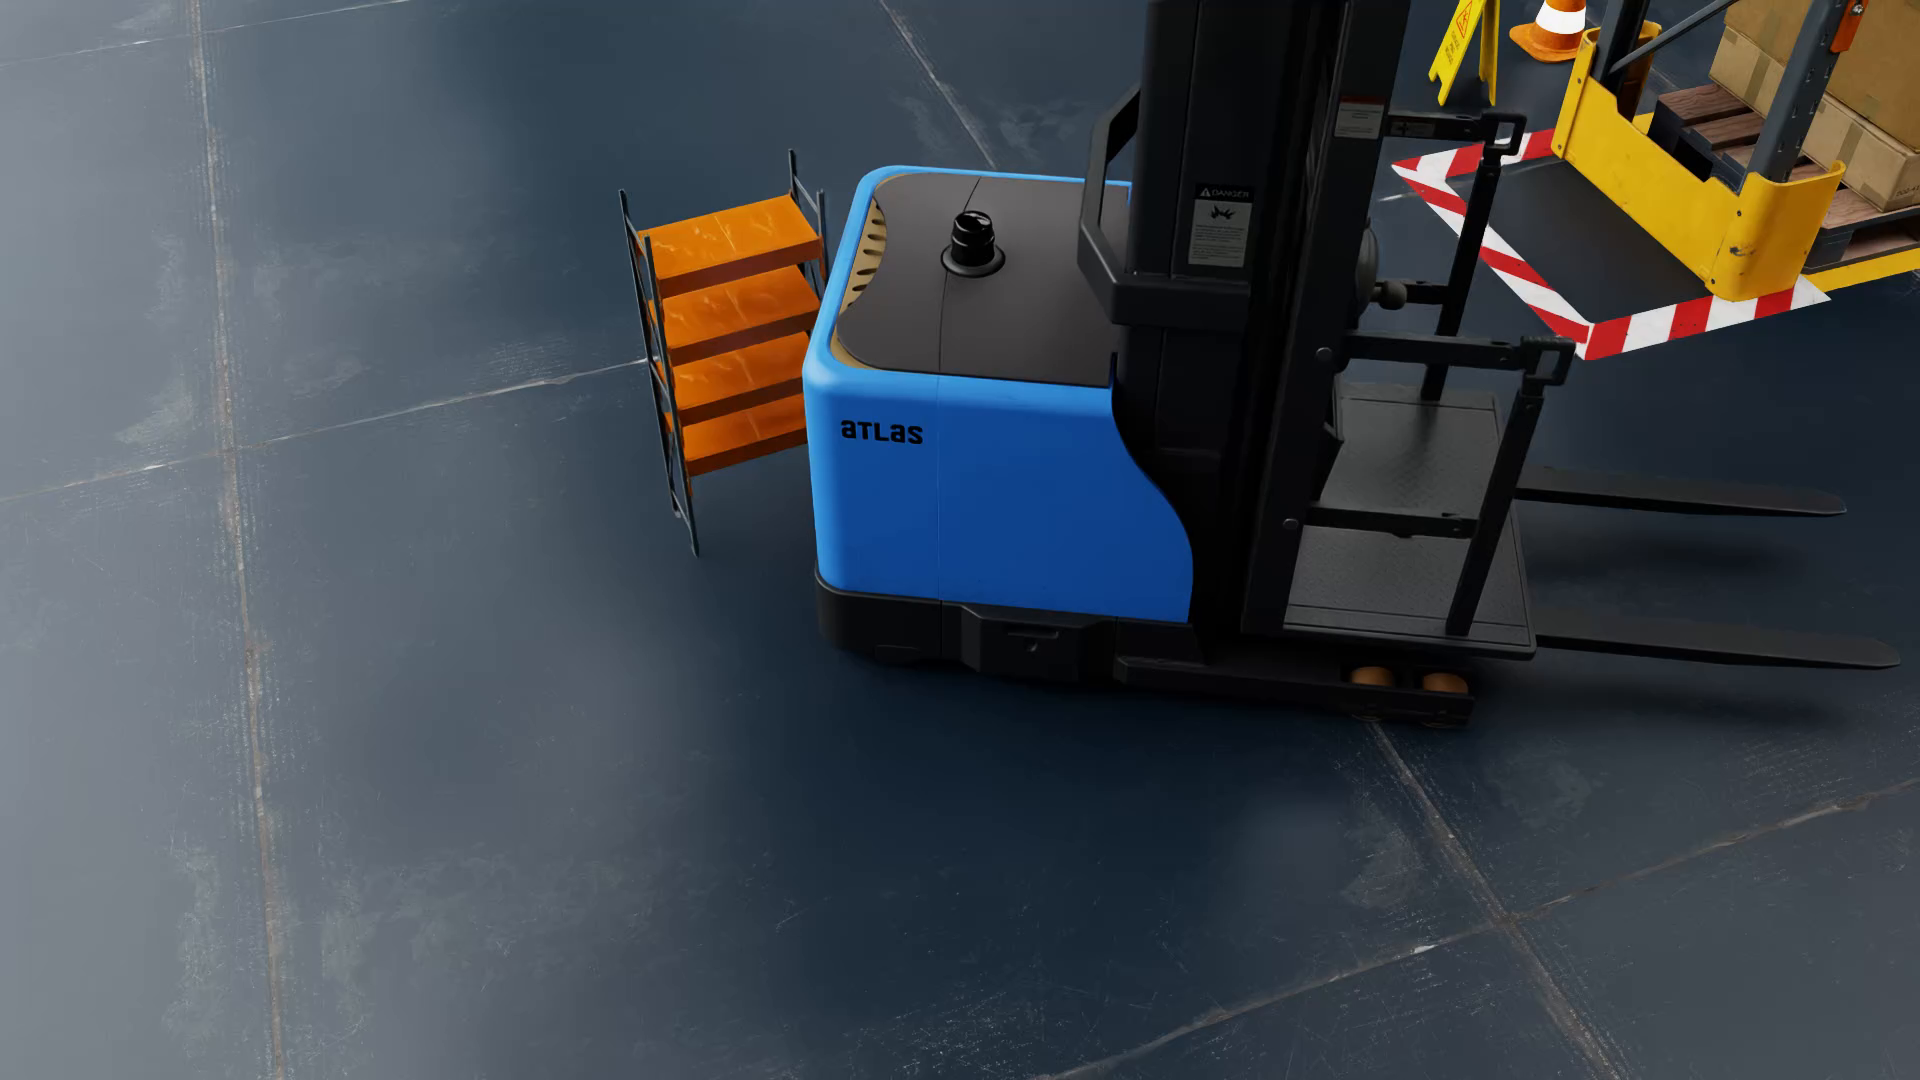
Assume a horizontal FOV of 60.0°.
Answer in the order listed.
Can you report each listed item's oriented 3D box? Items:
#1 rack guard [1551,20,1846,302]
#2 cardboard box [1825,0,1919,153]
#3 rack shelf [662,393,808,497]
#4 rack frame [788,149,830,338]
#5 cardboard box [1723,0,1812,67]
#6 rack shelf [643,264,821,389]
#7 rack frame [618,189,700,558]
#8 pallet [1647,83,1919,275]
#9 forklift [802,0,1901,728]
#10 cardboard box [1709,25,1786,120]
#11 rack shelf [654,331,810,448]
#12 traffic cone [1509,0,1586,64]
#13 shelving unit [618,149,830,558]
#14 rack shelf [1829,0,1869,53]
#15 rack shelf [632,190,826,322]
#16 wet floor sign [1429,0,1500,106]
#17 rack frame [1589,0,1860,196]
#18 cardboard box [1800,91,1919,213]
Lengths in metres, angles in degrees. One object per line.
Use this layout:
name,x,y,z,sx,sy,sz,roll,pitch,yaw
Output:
rack guard,2.780,-1.471,6.363,0.348,0.500,1.175,-14,47,-14
cardboard box,3.583,-1.793,6.035,0.500,0.500,0.500,-16,47,-15
rack shelf,-0.646,-0.331,5.108,0.480,0.148,0.258,-18,48,-17
rack frame,-0.424,-0.591,4.991,0.015,1.200,0.240,-18,48,-17
cardboard box,3.373,-2.144,6.384,0.500,0.500,0.500,-14,47,-14
rack shelf,-0.646,-0.629,4.809,0.480,0.148,0.258,-18,48,-17
rack frame,-0.868,-0.447,4.849,0.015,1.200,0.240,-18,48,-17
pallet,3.556,-1.541,6.637,1.213,0.211,1.003,-14,47,-14
forklift,1.141,-0.904,4.081,3.031,2.935,1.130,5,45,5
cardboard box,3.400,-1.892,6.663,0.500,0.250,0.500,-15,47,-14
rack shelf,-0.646,-0.471,4.968,0.480,0.148,0.258,-18,48,-17
traffic cone,2.675,-2.402,7.318,0.334,0.463,0.336,-14,47,-14
shelving unit,-0.646,-0.519,4.920,0.503,1.200,0.258,-18,48,-17
rack shelf,4.589,-2.562,6.194,4.000,0.370,1.077,-14,47,-14
rack shelf,-0.646,-0.796,4.642,0.480,0.148,0.258,-18,48,-17
wet floor sign,2.166,-2.171,6.958,0.232,0.644,0.267,0,45,0
rack frame,2.708,-2.335,5.460,0.127,3.000,1.000,-14,47,-14
cardboard box,3.561,-1.522,6.294,0.500,0.250,0.500,-15,47,-14
